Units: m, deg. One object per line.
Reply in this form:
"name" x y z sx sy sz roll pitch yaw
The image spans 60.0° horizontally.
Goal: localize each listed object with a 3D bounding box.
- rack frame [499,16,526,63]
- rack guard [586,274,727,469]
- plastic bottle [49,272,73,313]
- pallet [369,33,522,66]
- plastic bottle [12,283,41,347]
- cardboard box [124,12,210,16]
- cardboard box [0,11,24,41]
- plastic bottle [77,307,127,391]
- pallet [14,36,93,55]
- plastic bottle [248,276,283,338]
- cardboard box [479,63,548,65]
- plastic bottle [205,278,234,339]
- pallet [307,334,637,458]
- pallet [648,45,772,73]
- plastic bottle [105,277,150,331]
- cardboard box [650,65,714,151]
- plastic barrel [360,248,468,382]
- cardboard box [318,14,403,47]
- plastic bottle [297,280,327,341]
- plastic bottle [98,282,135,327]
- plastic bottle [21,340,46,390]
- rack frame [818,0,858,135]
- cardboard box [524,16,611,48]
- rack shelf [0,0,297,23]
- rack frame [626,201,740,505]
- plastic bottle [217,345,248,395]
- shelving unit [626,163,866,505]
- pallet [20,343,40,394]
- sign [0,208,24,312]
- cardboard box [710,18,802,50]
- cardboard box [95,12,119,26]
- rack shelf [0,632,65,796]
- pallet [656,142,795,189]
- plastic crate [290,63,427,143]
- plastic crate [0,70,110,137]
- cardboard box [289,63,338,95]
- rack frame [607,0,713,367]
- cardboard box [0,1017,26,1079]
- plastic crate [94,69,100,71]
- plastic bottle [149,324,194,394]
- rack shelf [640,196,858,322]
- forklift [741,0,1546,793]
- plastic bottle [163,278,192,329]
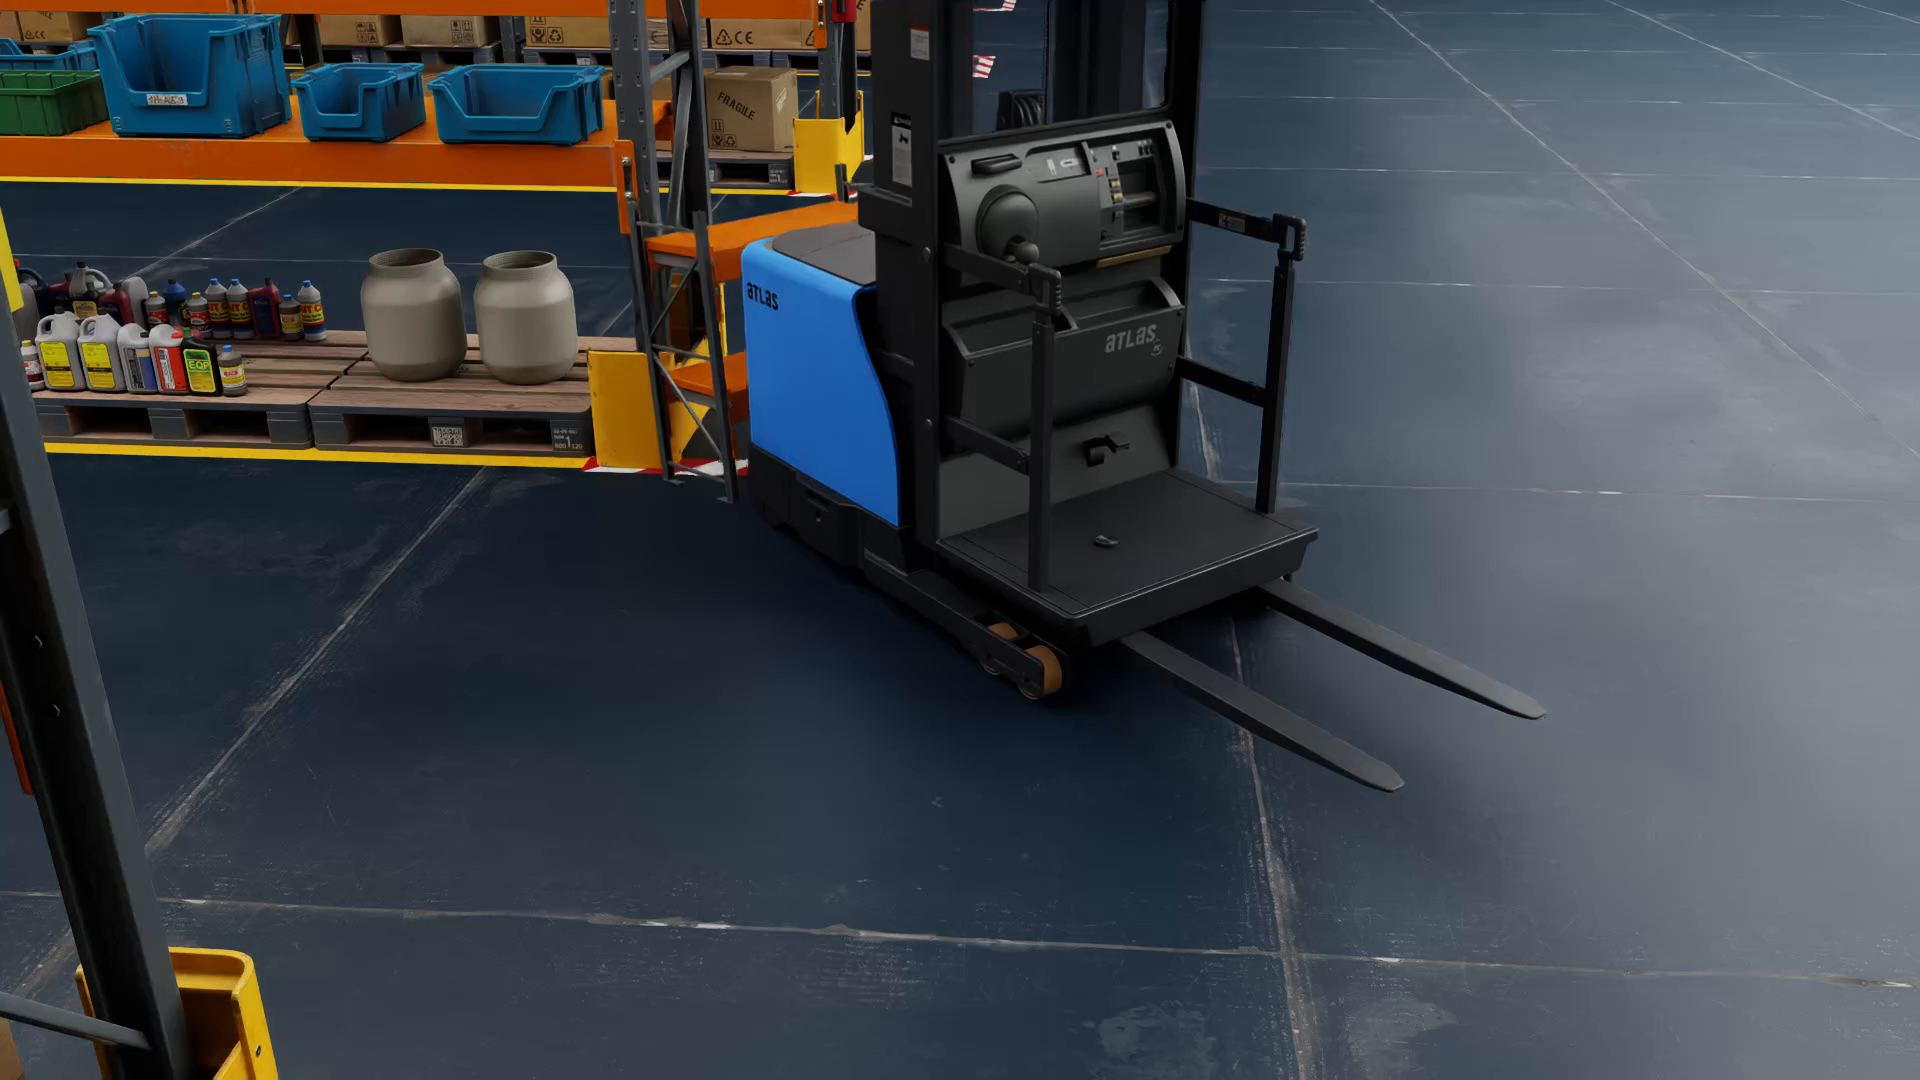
"rack frame" -4.357 -6.177 16.086 0.127 3.000 1.000 2 25 4
"rack guard" -1.308 -0.768 7.321 0.348 0.500 1.175 2 25 4
"plastic bottle" -4.196 -1.120 7.819 0.133 0.283 0.061 3 25 8
"pallet" -5.133 -4.903 16.654 1.213 0.211 1.003 2 25 4
"plastic bottle" -4.348 -1.042 7.658 0.135 0.276 0.152 2 25 4
"cardboard box" -7.745 -5.417 16.622 0.750 0.750 1.050 2 25 3
"cardboard box" -9.539 -5.290 16.647 0.500 0.500 0.500 3 25 6
"plastic bottle" -3.646 -0.821 7.088 0.185 0.351 0.144 3 25 6
"pallet" -9.125 -5.064 17.002 1.213 0.211 1.003 2 25 4
"plastic bottle" -3.237 -1.089 7.752 0.133 0.283 0.061 2 25 5
"cardboard box" -3.245 -3.136 11.966 0.500 0.500 0.500 0 25 -1
"plastic bottle" -3.454 -1.083 7.753 0.097 0.271 0.097 0 25 0
"pallet" -2.118 -0.665 7.442 1.213 0.211 1.003 2 25 4
"pallet" -2.385 -4.815 16.462 1.213 0.211 1.003 2 25 4
"plastic bottle" -3.878 -1.087 7.757 0.135 0.276 0.152 2 25 5
"cardboard box" -2.070 -3.072 11.826 0.500 0.500 0.500 8 26 18
"plastic barrel" -2.391 -0.986 7.279 0.421 0.512 0.421 0 25 0
"cardboard box" -5.945 -5.361 16.500 0.750 0.750 1.050 2 25 4
"plastic bottle" -3.013 -1.069 7.722 0.097 0.271 0.097 0 25 0
"plastic bottle" -3.885 -1.046 7.659 0.133 0.283 0.061 2 25 4
"plastic bottle" -3.975 -0.754 7.121 0.097 0.201 0.097 0 25 0
"rack frame" -0.850 -3.985 11.322 0.127 3.000 1.000 2 25 4
"cardboard box" -3.736 -5.353 16.335 0.875 0.875 0.875 2 25 5
"rack shelf" -6.832 -3.850 11.889 4.000 0.370 1.077 2 25 4
"rack frame" -1.065 -0.719 6.401 0.032 1.125 0.500 -21 26 -38
"plastic bottle" -3.094 -0.725 7.059 0.097 0.201 0.097 0 25 0
"shelving unit" -0.690 -0.861 6.712 1.048 1.125 0.538 -21 26 -38
"pallet" -4.551 -0.743 7.612 1.213 0.211 1.003 2 25 4
"sign" -1.563 -0.517 2.654 0.005 0.325 0.100 2 25 4
"cardboard box" -1.928 -5.296 16.210 0.875 0.875 0.875 1 25 3
"cardboard box" -9.031 -5.489 17.079 0.500 0.500 0.500 1 25 2
"rack shelf" -3.606 0.407 2.639 4.000 0.370 1.077 2 25 4
"pallet" -1.733 -2.761 11.998 1.213 0.211 1.003 2 25 4
"plastic crate" -2.398 -1.768 6.681 0.408 0.251 0.499 2 25 4
"plastic crate" -3.885 -1.791 6.808 0.662 0.188 0.450 2 25 4
"cardboard box" -4.442 -3.139 11.971 0.500 0.500 0.500 1 25 2
"rack frame" -1.229 -1.921 6.836 0.127 3.000 1.000 2 25 4
"cardboard box" -2.129 1.092 3.075 0.500 0.250 0.500 2 25 4
"plastic crate" -3.579 -1.982 7.285 0.437 0.136 0.530 2 25 4
"plastic bottle" -3.343 -0.779 7.086 0.135 0.276 0.152 2 25 4
"rack shelf" -0.709 -1.135 6.610 1.000 0.278 0.538 -21 26 -38
"forklift" 0.473 -1.068 5.064 1.130 2.935 3.031 -17 30 -33
"plastic bottle" -3.656 -1.090 7.767 0.097 0.271 0.097 0 25 0
